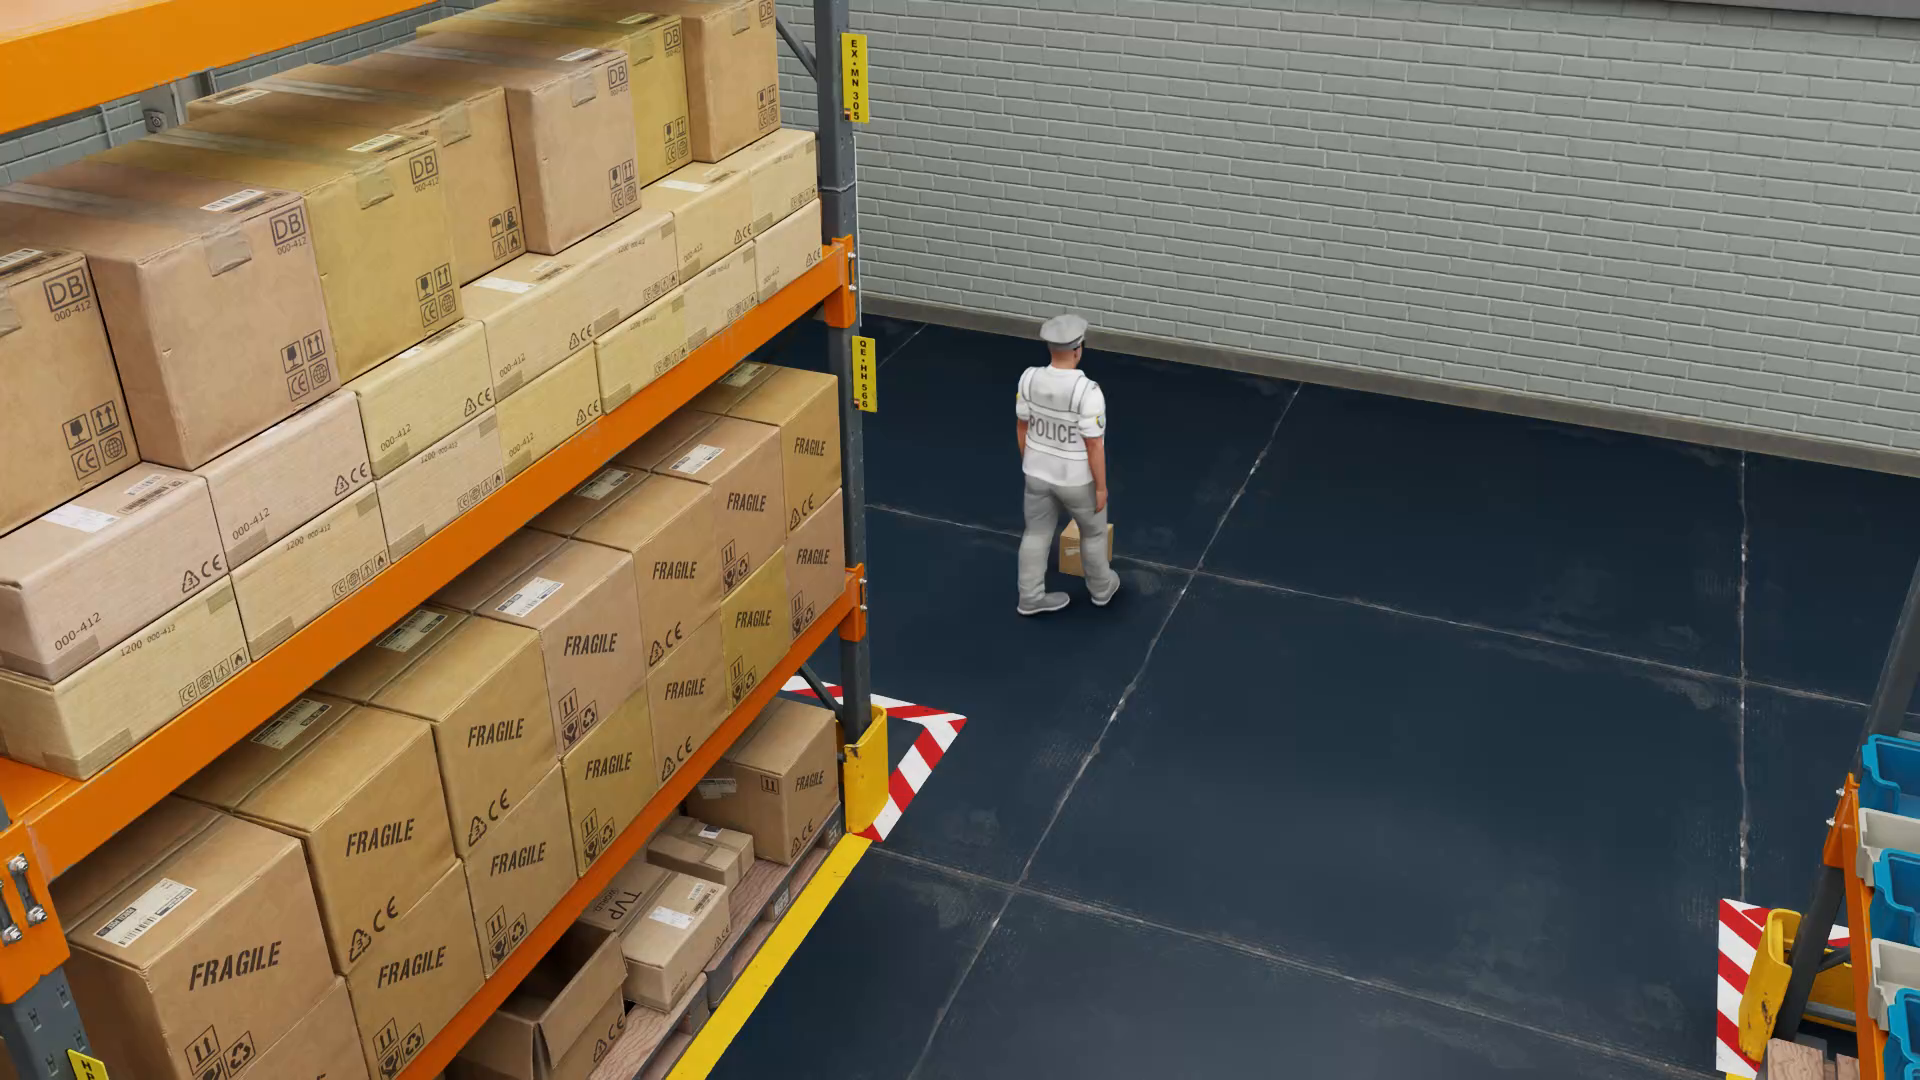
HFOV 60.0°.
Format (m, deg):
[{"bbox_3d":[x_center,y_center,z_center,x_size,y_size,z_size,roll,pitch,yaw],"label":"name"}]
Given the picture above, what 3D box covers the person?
[{"bbox_3d":[0.631,-0.424,9.126,0.548,1.758,0.627,17,33,27],"label":"person"}]
